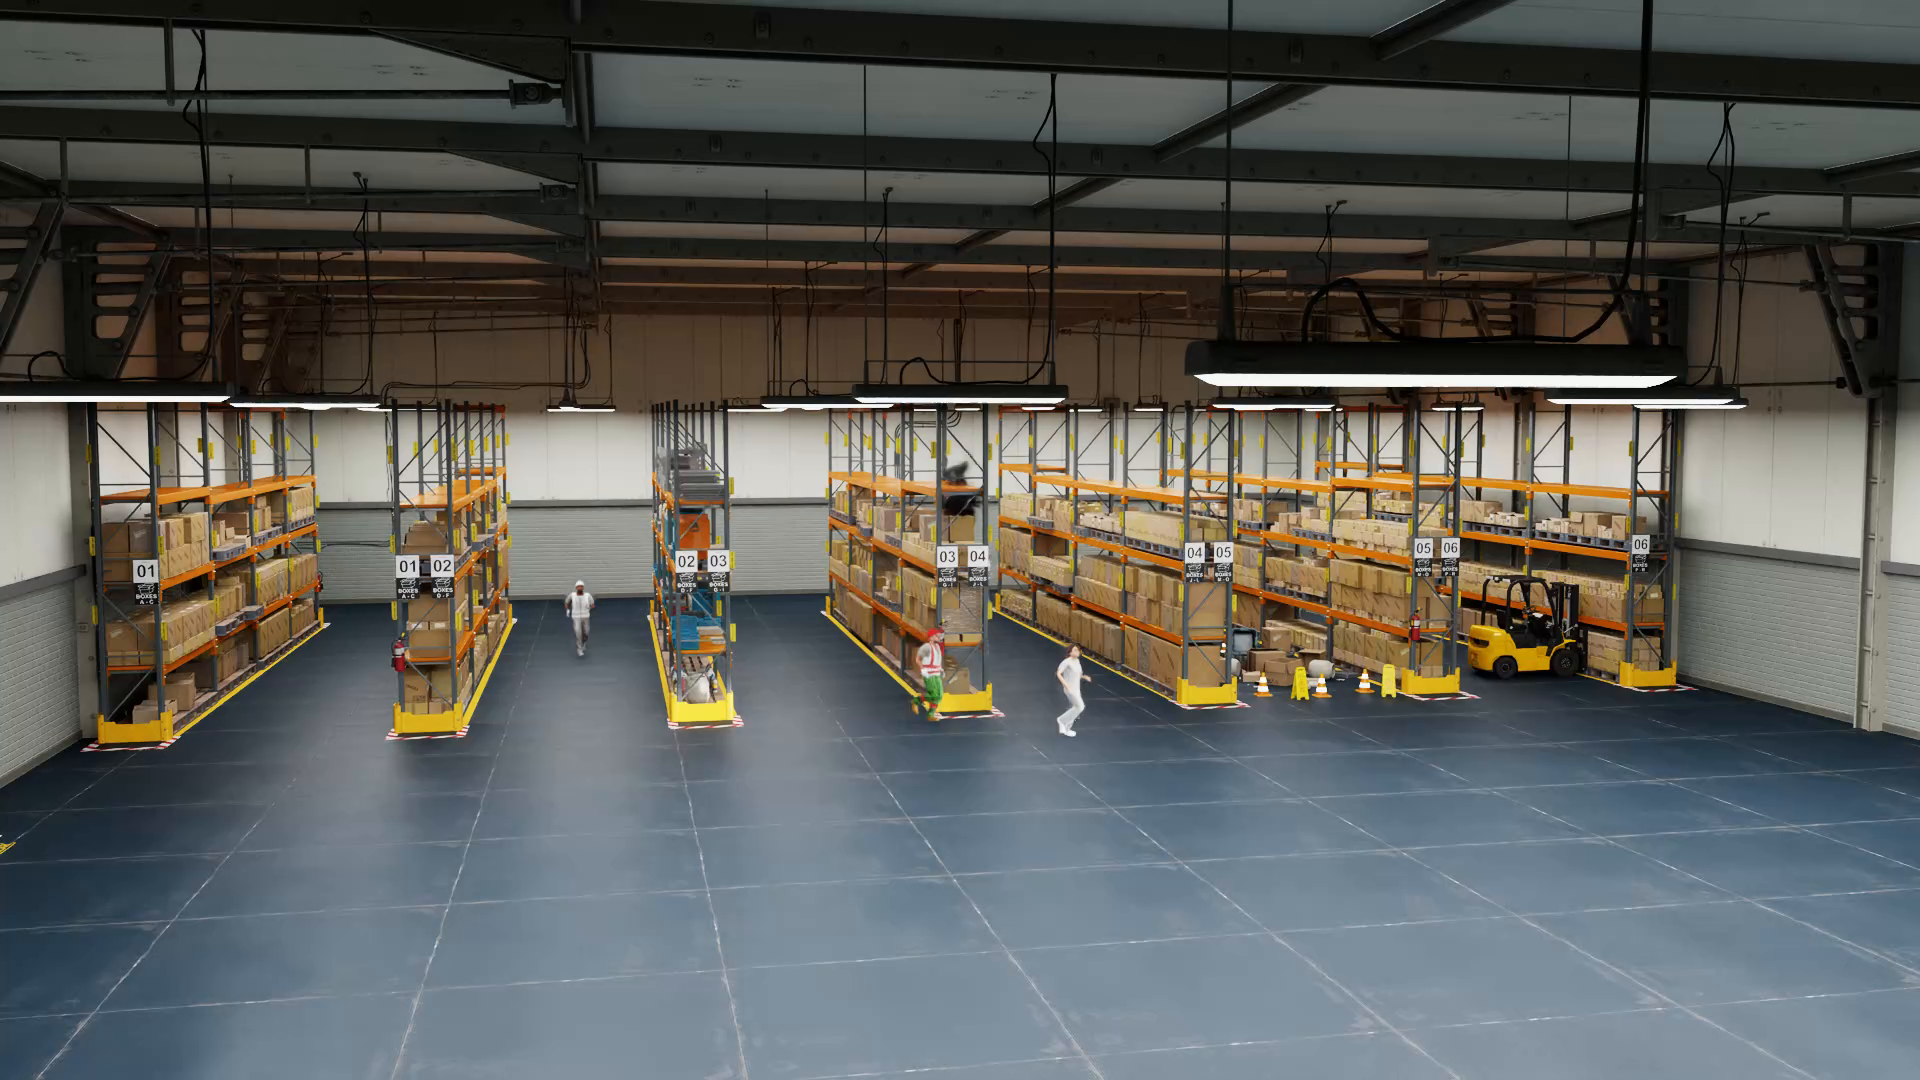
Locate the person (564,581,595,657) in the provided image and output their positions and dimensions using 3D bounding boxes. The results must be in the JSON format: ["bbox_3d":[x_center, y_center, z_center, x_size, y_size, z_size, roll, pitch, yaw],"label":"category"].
[{"bbox_3d":[-9.020,1.854,39.519,0.696,1.762,0.956,-2,5,-20],"label":"person"}]

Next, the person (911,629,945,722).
[{"bbox_3d":[-0.580,2.521,31.158,0.601,1.735,0.712,3,5,33],"label":"person"}]

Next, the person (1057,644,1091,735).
[{"bbox_3d":[2.042,2.670,29.646,0.558,1.637,0.551,2,5,29],"label":"person"}]

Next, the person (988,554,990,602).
[{"bbox_3d":[0.589,1.163,49.852,0.613,1.678,0.720,0,4,-5],"label":"person"}]
